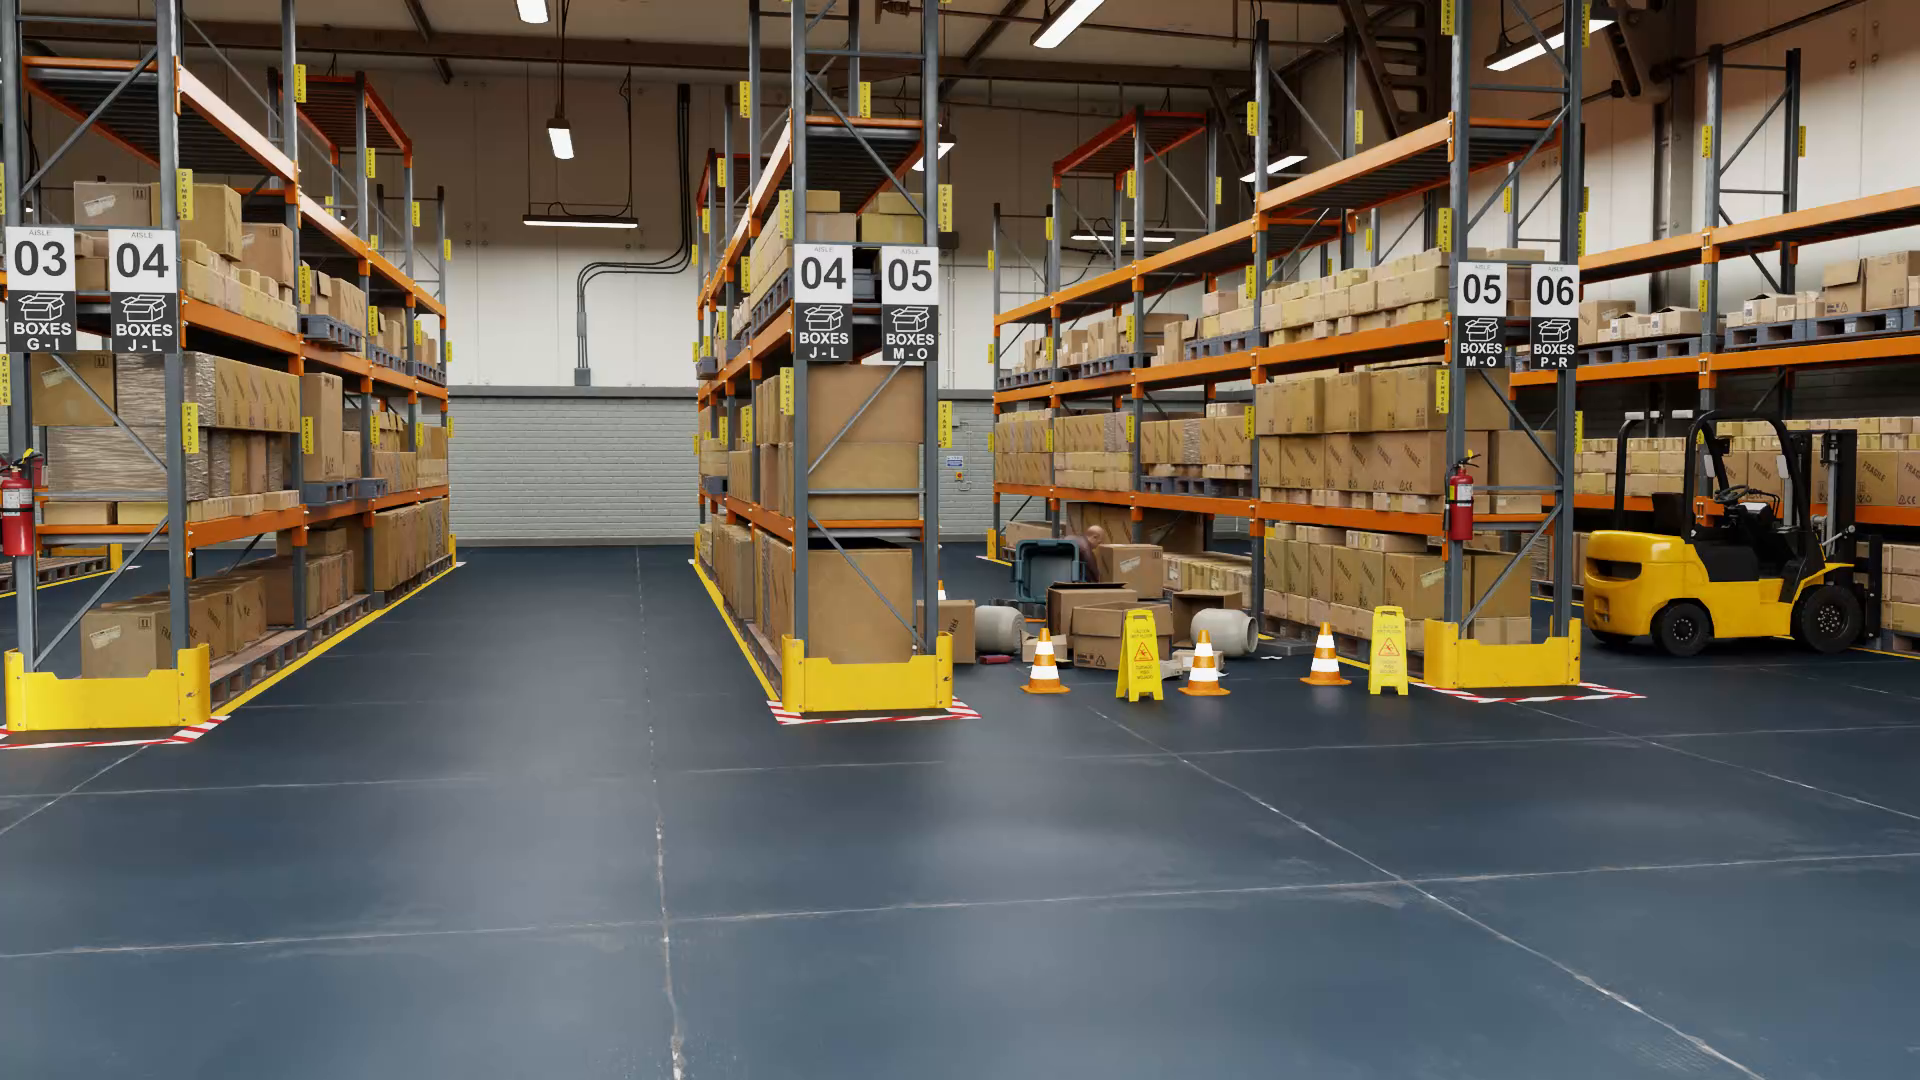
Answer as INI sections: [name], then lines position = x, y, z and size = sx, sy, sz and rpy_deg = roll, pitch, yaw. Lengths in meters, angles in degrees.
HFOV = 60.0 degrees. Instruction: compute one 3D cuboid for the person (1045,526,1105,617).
[person]
position = 1.235, 0.352, 17.909
size = 0.930, 0.999, 0.580
rpy_deg = -1, 3, -13
